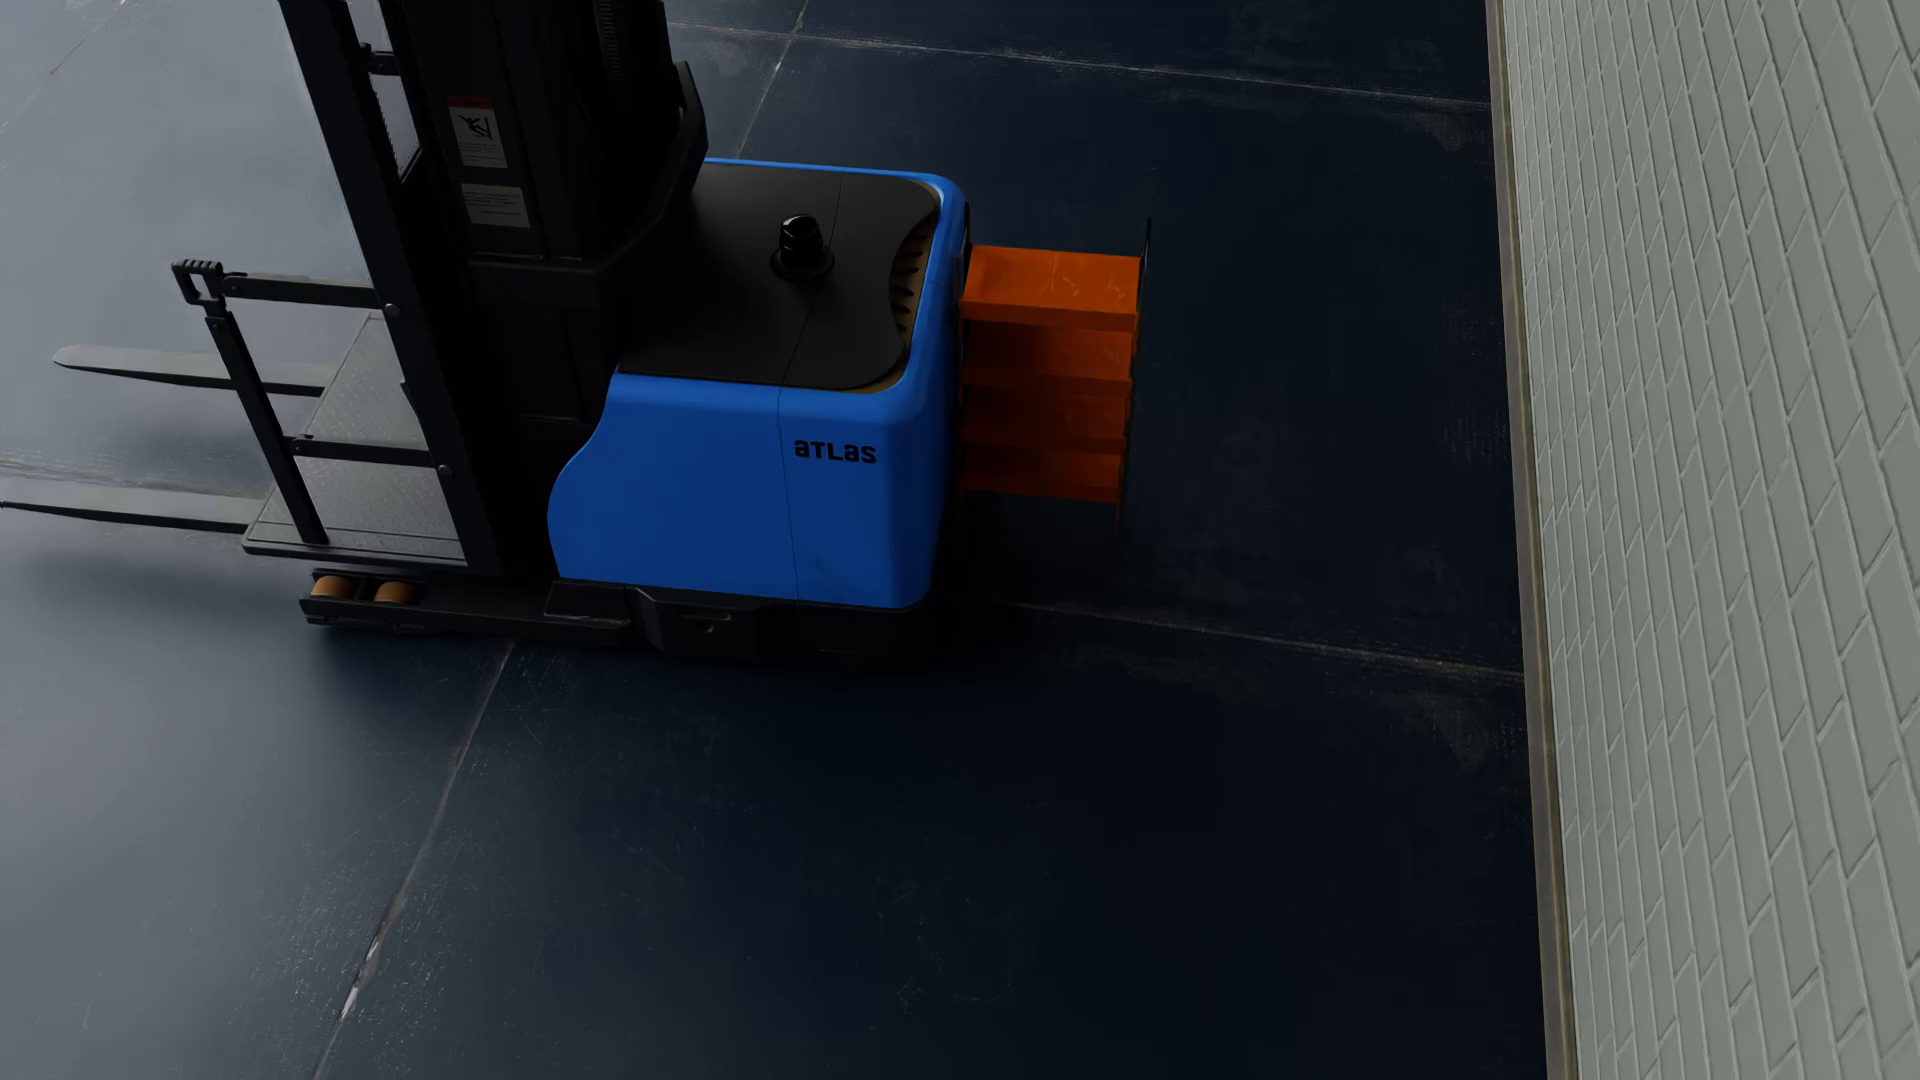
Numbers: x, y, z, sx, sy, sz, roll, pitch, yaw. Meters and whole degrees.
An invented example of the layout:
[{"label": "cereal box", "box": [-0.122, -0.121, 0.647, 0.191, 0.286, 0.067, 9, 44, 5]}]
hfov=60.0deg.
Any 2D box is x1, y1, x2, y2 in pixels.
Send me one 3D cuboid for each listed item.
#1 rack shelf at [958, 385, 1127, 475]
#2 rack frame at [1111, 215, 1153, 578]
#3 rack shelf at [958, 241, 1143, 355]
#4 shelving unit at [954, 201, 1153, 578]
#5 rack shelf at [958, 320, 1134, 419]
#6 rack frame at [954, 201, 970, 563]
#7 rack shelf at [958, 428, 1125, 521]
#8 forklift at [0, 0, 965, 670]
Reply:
[{"label": "rack shelf", "box": [0.248, -0.350, 4.848, 0.480, 0.148, 0.258, 5, 48, 5]}, {"label": "rack frame", "box": [0.491, -0.373, 4.778, 0.015, 1.200, 0.240, 5, 48, 5]}, {"label": "rack shelf", "box": [0.248, -0.658, 4.506, 0.480, 0.148, 0.258, 5, 48, 5]}, {"label": "shelving unit", "box": [0.248, -0.395, 4.798, 0.503, 1.200, 0.258, 5, 48, 5]}, {"label": "rack shelf", "box": [0.248, -0.499, 4.682, 0.480, 0.148, 0.258, 5, 48, 5]}, {"label": "rack frame", "box": [0.006, -0.417, 4.818, 0.015, 1.200, 0.240, 5, 48, 5]}, {"label": "rack shelf", "box": [0.248, -0.217, 4.996, 0.480, 0.148, 0.258, 5, 48, 5]}, {"label": "forklift", "box": [-1.527, -1.083, 4.253, 3.031, 2.935, 1.130, 5, 48, 5]}]
